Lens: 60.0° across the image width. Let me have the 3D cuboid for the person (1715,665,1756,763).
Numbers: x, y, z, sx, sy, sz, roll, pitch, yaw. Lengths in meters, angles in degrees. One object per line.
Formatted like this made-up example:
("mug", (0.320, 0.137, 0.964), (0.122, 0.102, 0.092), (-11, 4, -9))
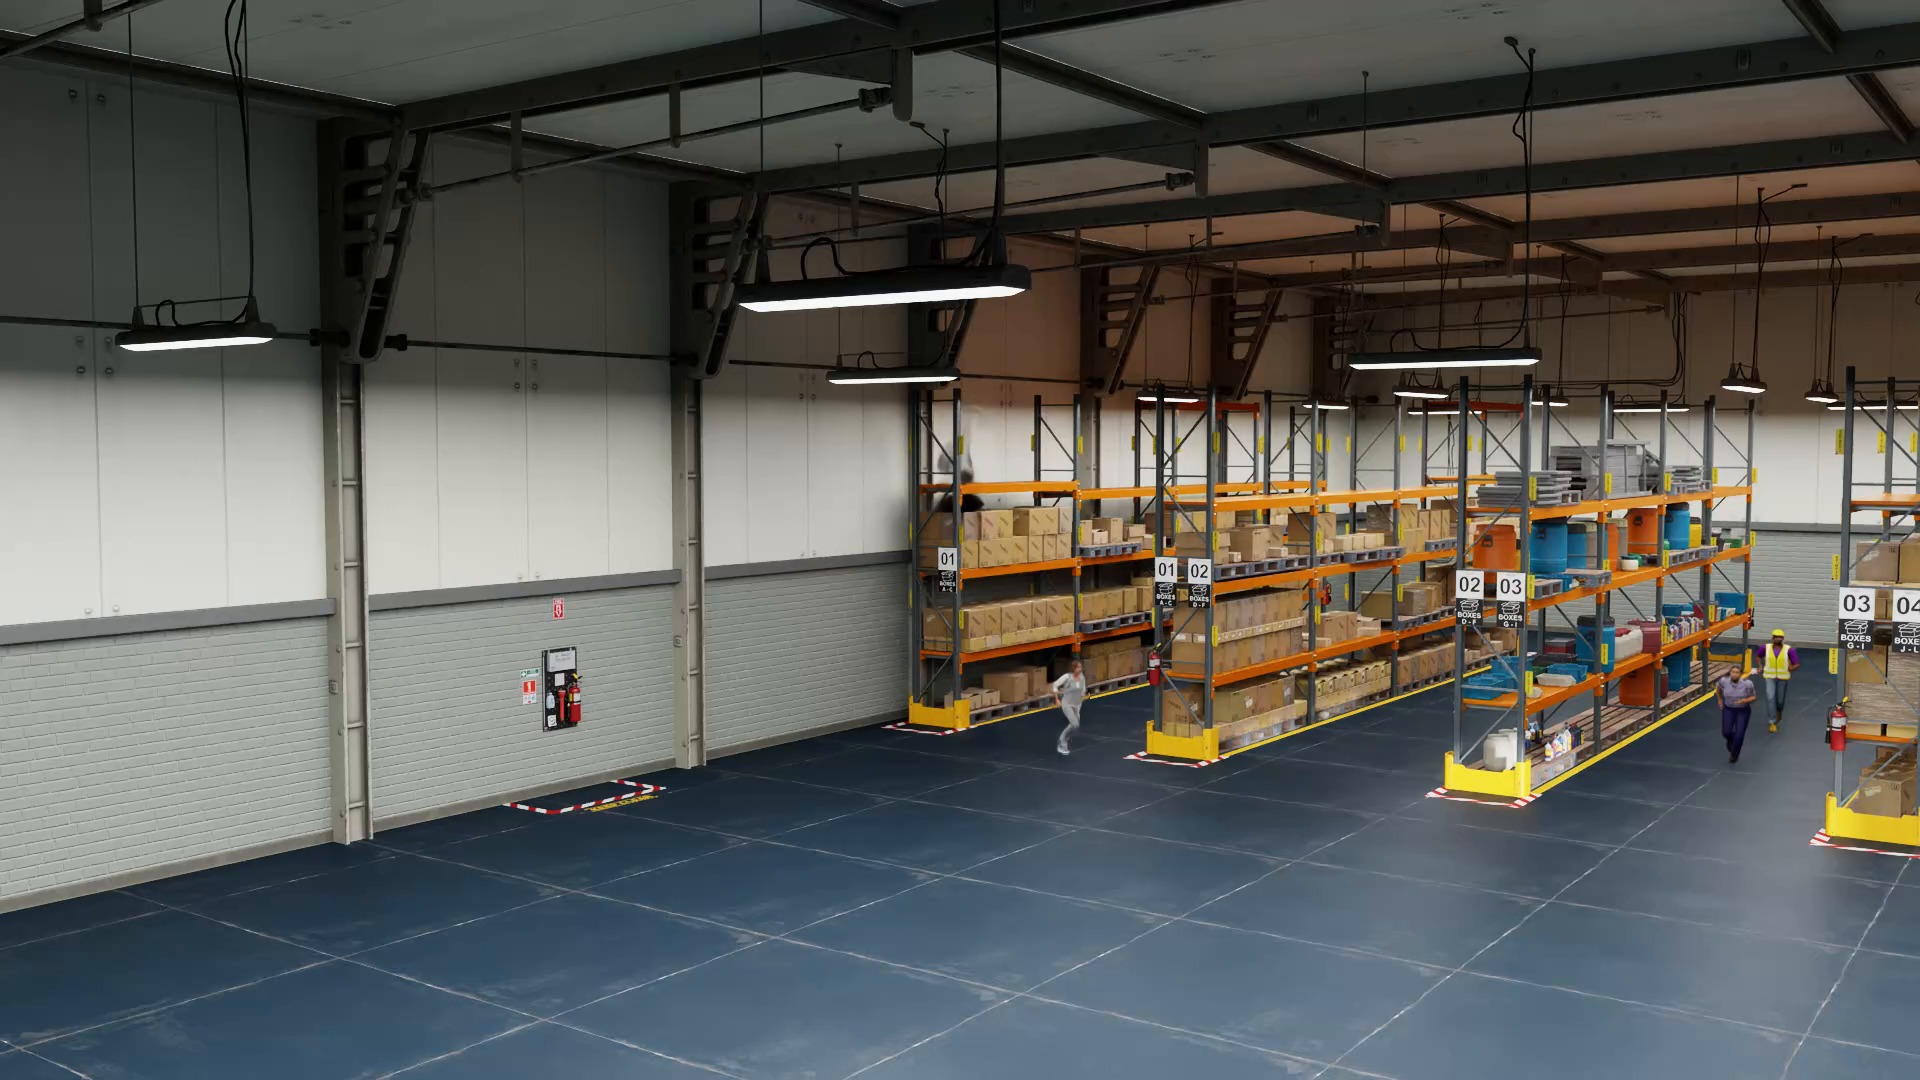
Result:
("person", (12.182, 2.738, 26.159), (0.592, 1.577, 0.668), (2, 4, 29))

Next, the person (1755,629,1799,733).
("person", (14.373, 2.448, 29.272), (0.699, 1.772, 0.972), (2, 4, 25))

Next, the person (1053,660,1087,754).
("person", (1.806, 2.695, 26.780), (0.504, 1.537, 0.659), (-2, 4, -37))
